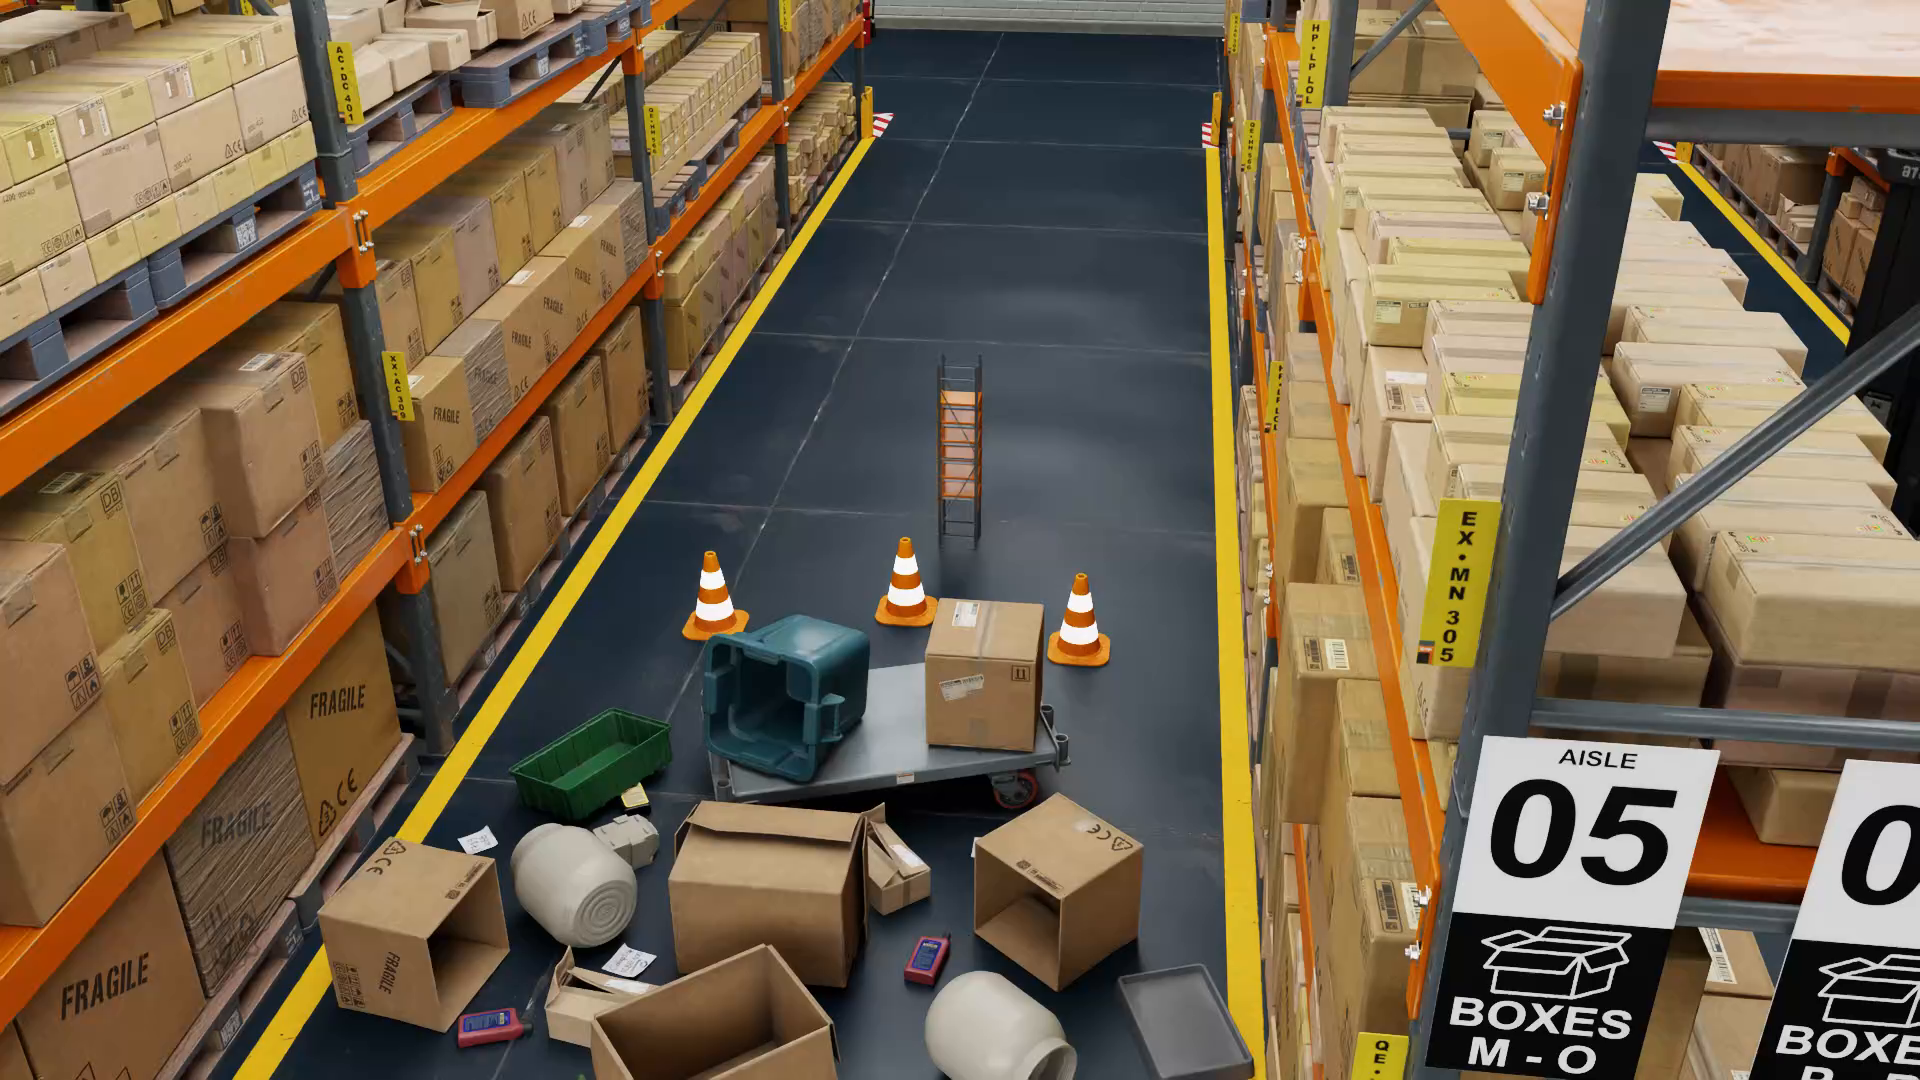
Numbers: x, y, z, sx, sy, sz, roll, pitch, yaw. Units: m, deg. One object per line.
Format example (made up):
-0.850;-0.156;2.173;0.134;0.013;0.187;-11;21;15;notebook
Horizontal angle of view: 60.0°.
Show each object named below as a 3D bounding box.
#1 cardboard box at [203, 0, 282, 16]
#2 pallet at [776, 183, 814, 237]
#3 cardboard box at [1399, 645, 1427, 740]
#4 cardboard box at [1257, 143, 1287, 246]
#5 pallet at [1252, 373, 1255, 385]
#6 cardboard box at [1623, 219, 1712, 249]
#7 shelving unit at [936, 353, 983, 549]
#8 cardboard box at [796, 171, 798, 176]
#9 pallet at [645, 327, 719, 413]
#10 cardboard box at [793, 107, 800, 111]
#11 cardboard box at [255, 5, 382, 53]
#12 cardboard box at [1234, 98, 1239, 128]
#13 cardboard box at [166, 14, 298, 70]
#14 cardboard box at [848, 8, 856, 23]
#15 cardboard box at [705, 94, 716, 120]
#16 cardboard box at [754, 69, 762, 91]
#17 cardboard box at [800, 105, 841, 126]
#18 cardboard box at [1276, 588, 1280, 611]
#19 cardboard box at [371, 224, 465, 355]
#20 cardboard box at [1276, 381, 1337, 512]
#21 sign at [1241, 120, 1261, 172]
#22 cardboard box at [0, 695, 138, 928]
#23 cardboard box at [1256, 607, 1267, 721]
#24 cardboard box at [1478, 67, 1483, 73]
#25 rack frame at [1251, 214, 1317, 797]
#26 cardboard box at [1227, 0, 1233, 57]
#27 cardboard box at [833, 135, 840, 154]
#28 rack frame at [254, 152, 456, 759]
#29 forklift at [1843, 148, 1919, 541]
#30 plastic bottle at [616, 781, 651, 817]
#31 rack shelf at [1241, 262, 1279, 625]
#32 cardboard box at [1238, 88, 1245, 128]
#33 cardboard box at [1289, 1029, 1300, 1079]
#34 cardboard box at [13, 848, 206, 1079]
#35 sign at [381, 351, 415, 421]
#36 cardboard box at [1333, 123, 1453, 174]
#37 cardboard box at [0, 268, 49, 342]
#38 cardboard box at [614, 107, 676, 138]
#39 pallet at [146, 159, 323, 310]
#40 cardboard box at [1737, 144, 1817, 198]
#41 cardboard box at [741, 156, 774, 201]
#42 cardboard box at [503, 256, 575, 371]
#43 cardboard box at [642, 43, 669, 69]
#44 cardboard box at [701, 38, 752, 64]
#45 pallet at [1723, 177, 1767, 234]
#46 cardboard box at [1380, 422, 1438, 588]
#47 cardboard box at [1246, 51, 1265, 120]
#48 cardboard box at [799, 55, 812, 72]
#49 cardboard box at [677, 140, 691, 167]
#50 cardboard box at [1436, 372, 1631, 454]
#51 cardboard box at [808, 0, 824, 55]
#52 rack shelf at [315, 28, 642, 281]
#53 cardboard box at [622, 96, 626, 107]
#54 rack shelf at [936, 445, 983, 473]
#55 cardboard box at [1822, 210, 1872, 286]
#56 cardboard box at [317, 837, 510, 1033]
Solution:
-6.652;-5.001;15.425;0.500;0.500;0.500;3;28;6;cardboard box
-2.007;-3.150;15.875;1.003;0.211;1.213;3;28;6;pallet
1.165;0.316;3.604;0.380;0.149;0.250;4;29;7;cardboard box
2.096;-2.098;10.120;0.500;0.500;0.500;3;28;5;cardboard box
2.552;-1.076;12.025;1.003;0.211;1.213;3;28;6;pallet
1.976;-0.838;4.905;0.380;0.149;0.250;4;29;7;cardboard box
-0.002;-0.521;9.953;0.258;1.200;0.189;3;28;6;shelving unit
-1.756;-3.514;15.859;0.380;0.149;0.250;3;28;6;cardboard box
-2.447;-1.317;12.472;1.003;0.211;1.213;3;28;6;pallet
-1.915;-4.526;17.737;0.380;0.149;0.250;4;29;7;cardboard box
-3.101;-2.372;7.937;0.500;0.250;0.500;3;28;6;cardboard box
2.555;-3.562;13.857;0.500;0.250;0.500;3;28;5;cardboard box
-2.763;-1.893;6.315;0.380;0.149;0.250;3;28;6;cardboard box
-1.323;-5.662;17.862;0.380;0.149;0.250;3;28;6;cardboard box
-2.100;-3.332;12.780;0.380;0.149;0.250;4;29;8;cardboard box
-1.906;-3.936;14.215;0.380;0.149;0.250;3;28;5;cardboard box
-1.443;-4.378;17.150;0.380;0.149;0.250;4;29;8;cardboard box
1.534;0.186;7.007;0.380;0.149;0.250;3;28;6;cardboard box
-2.918;-1.255;8.257;0.700;0.500;0.500;3;28;5;cardboard box
1.537;-0.236;6.051;0.700;0.500;0.500;4;29;6;cardboard box
1.830;-2.477;10.465;0.100;0.325;0.005;3;28;6;sign
-3.285;0.829;5.391;0.875;0.550;0.550;3;28;6;cardboard box
1.953;0.671;8.170;0.950;0.372;0.625;4;29;7;cardboard box
2.411;-2.200;7.197;0.500;0.250;0.500;3;28;5;cardboard box
1.891;-0.054;7.188;1.000;3.000;0.127;3;28;6;rack frame
2.903;-5.059;16.373;0.500;0.500;0.500;3;28;6;cardboard box
-1.457;-4.126;17.308;0.380;0.149;0.250;2;28;4;cardboard box
-3.034;-0.294;7.633;1.000;3.000;0.127;3;28;6;rack frame
5.136;-0.535;8.152;3.031;2.935;1.130;24;37;37;forklift
-1.570;1.217;7.926;0.133;0.061;0.283;-11;30;-20;plastic bottle
2.136;-0.679;9.106;1.077;0.370;4.000;3;28;6;rack shelf
2.413;-3.300;12.844;0.500;0.250;0.500;4;29;7;cardboard box
1.301;1.886;5.252;0.500;0.500;0.500;4;29;8;cardboard box
-3.401;1.602;5.911;0.875;0.875;0.875;3;28;5;cardboard box
-2.483;-0.679;7.351;0.100;0.325;0.005;3;28;6;sign
1.525;-1.362;5.876;0.380;0.149;0.250;4;29;8;cardboard box
-2.979;-0.707;4.953;0.380;0.149;0.250;4;29;7;cardboard box
-2.231;-2.961;11.779;0.380;0.149;0.250;3;28;6;cardboard box
-3.145;-1.191;6.229;1.003;0.211;1.213;3;28;6;pallet
7.811;-3.575;15.916;0.500;0.500;0.500;4;29;7;cardboard box
-1.894;-3.109;14.261;0.500;0.250;0.500;3;28;5;cardboard box
-2.515;-1.282;9.361;0.500;0.500;0.500;4;29;7;cardboard box
-2.621;-3.985;13.680;0.380;0.149;0.250;4;29;7;cardboard box
-1.942;-4.069;13.835;0.380;0.149;0.250;3;28;5;cardboard box
8.030;-3.204;15.976;1.003;0.211;1.213;3;28;6;pallet
1.272;-0.049;3.860;0.500;0.250;0.500;3;28;6;cardboard box
2.307;-3.155;11.784;0.500;0.500;0.500;3;28;6;cardboard box
-1.621;-4.561;15.817;0.380;0.149;0.250;4;29;7;cardboard box
-2.192;-2.831;12.164;0.380;0.149;0.250;5;29;9;cardboard box
1.314;-0.265;3.841;0.380;0.149;0.250;4;29;7;cardboard box
-1.592;-4.922;15.804;0.500;0.500;0.500;3;28;5;cardboard box
-2.789;-2.239;8.840;1.077;0.370;4.000;3;28;6;rack shelf
-2.748;-3.370;12.851;0.380;0.149;0.250;3;28;5;cardboard box
-0.002;-0.482;9.974;0.258;0.103;0.180;3;28;6;rack shelf
7.515;-2.403;13.740;0.500;0.500;0.500;5;29;8;cardboard box
-2.206;1.596;6.759;0.500;0.500;0.500;8;29;15;cardboard box
